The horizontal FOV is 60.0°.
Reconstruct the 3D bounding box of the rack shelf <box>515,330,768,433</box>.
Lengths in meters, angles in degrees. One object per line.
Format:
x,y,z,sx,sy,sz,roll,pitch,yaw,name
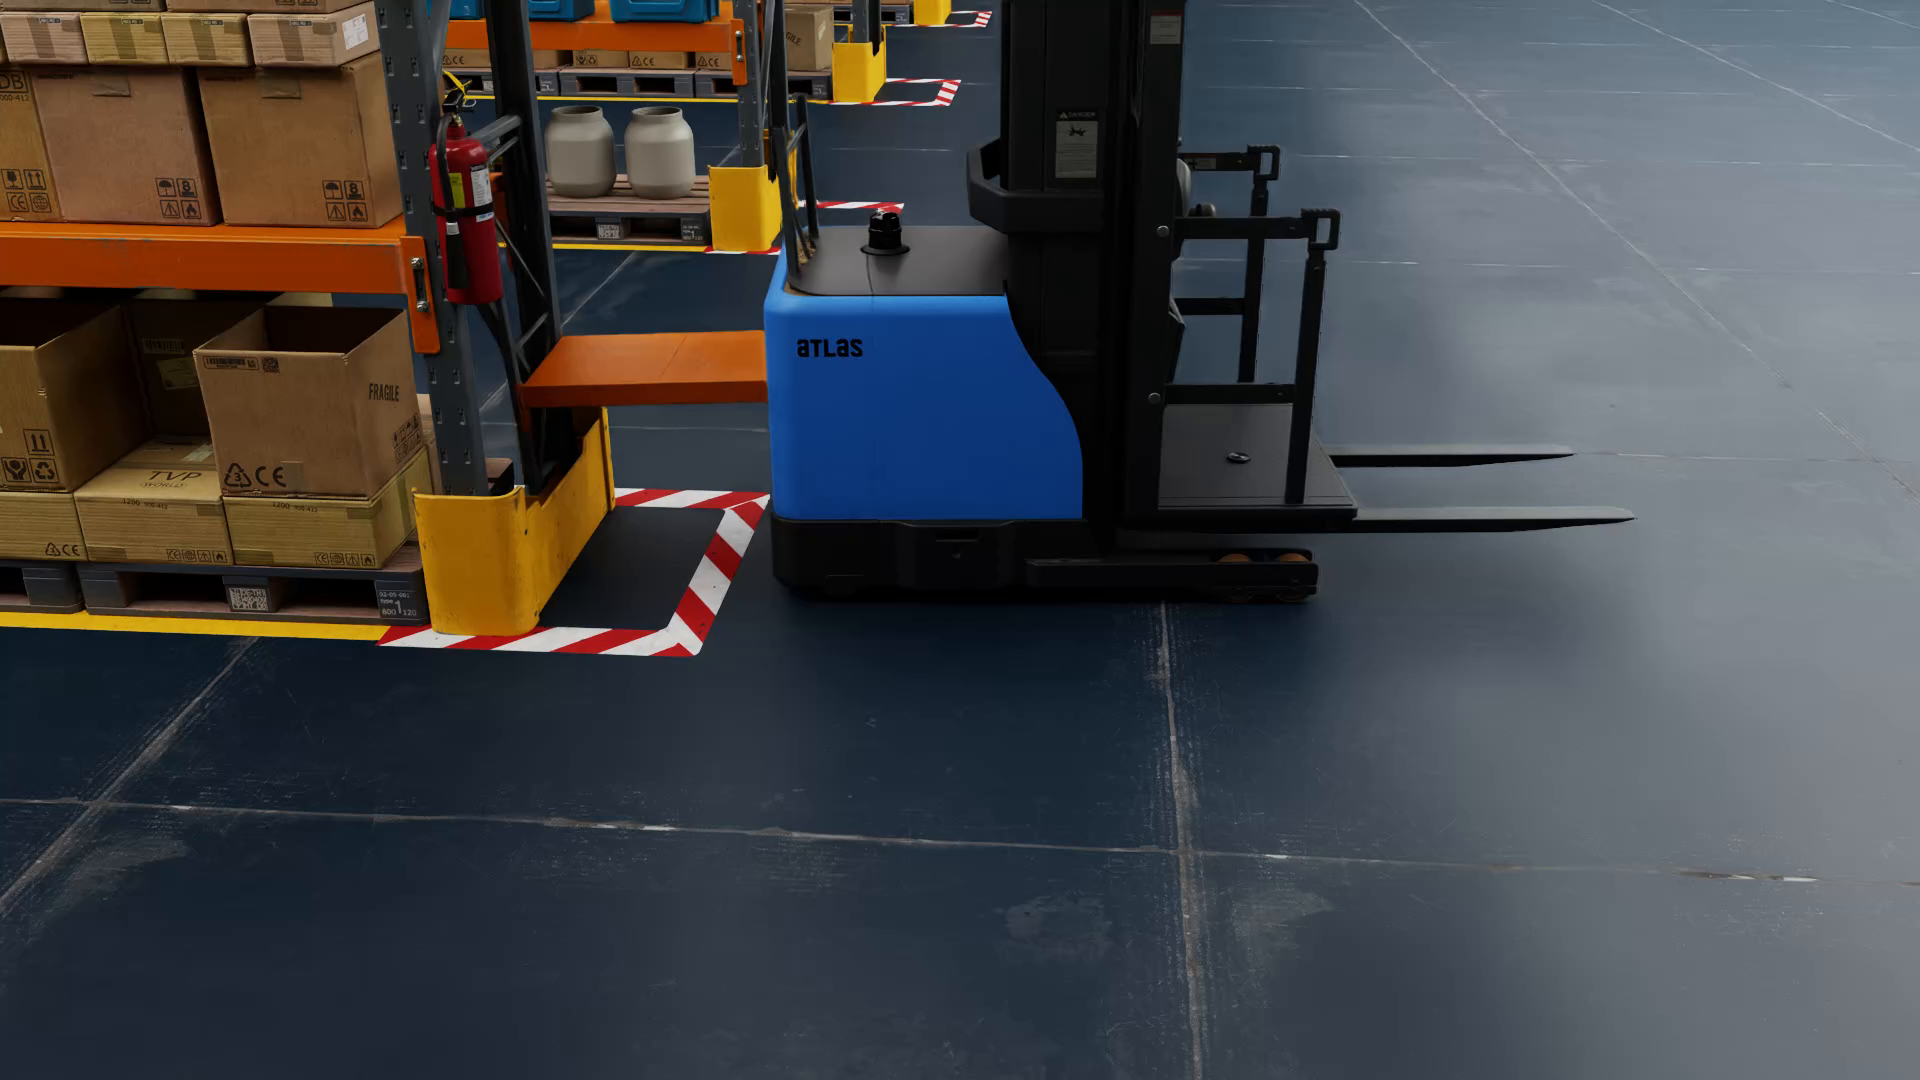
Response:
-1.016,-0.582,5.957,1.000,0.185,0.538,-1,27,5,rack shelf

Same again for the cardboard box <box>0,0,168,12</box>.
-2.626,-1.960,5.212,0.500,0.500,0.700,1,25,3,cardboard box

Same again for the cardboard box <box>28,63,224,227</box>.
-2.573,-1.370,5.480,0.500,0.500,0.700,2,25,5,cardboard box

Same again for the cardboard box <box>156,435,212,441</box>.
-2.601,-0.355,6.182,0.500,0.250,0.500,2,25,4,cardboard box

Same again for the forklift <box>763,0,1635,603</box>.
0.858,-1.337,5.611,3.031,2.935,1.130,0,25,-1,forklift

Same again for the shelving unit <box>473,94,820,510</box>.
-1.035,-0.741,5.876,1.083,1.500,0.587,-1,27,5,shelving unit

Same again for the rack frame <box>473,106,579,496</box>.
-1.532,-0.732,5.919,0.032,1.500,0.500,-1,27,5,rack frame

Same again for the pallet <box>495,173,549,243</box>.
-3.303,-2.138,10.605,1.213,0.211,1.003,2,25,4,pallet

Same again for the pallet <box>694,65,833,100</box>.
-1.705,-4.194,15.074,1.213,0.211,1.003,2,25,4,pallet

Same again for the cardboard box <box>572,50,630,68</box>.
-3.218,-4.569,15.041,0.500,0.500,0.500,0,25,-1,cardboard box

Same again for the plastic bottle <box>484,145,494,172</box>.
-3.088,-2.473,10.820,0.097,0.201,0.097,0,25,0,plastic bottle

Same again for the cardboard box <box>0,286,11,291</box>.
-3.597,-0.730,6.101,0.500,0.500,0.500,2,25,4,cardboard box

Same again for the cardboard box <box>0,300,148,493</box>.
-3.140,-0.490,5.579,0.500,0.500,0.500,2,25,4,cardboard box

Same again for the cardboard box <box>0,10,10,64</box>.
-3.008,-1.595,5.194,0.250,0.149,0.380,3,25,6,cardboard box

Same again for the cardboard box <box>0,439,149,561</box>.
-3.140,-0.151,5.739,0.500,0.250,0.500,2,25,4,cardboard box

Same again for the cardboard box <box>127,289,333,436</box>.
-2.600,-0.696,6.027,0.500,0.500,0.500,2,25,4,cardboard box

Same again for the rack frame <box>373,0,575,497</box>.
-1.584,-1.289,5.425,0.127,3.000,1.000,2,25,4,rack frame

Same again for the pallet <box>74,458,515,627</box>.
-2.350,-0.029,6.023,1.213,0.211,1.003,2,25,4,pallet

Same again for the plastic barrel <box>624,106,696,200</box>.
-1.863,-2.403,10.320,0.421,0.512,0.421,0,25,0,plastic barrel

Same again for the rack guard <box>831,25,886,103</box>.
-0.898,-4.285,14.925,0.348,0.500,1.175,2,25,4,rack guard

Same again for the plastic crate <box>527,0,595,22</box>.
-2.370,-3.200,9.756,0.408,0.251,0.499,2,25,4,plastic crate

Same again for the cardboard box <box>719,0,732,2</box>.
-2.809,-6.759,19.351,0.875,0.875,0.875,2,25,4,cardboard box

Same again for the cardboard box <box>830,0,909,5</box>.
-1.023,-6.701,19.227,0.875,0.875,0.875,2,25,4,cardboard box

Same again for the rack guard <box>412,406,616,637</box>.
-1.560,-0.153,5.946,0.348,0.500,1.175,2,25,4,rack guard

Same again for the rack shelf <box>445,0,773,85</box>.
-3.195,-3.091,10.201,4.000,0.370,1.077,2,25,4,rack shelf

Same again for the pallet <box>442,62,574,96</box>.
-4.138,-4.272,15.244,1.213,0.211,1.003,2,25,4,pallet

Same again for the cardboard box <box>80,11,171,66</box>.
-2.496,-1.578,5.157,0.250,0.149,0.380,1,25,3,cardboard box

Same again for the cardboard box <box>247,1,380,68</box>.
-1.980,-1.562,5.122,0.250,0.149,0.380,1,25,3,cardboard box

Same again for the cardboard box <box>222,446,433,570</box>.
-2.141,-0.125,5.681,0.500,0.250,0.500,2,25,4,cardboard box

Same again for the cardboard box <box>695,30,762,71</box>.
-2.042,-4.505,14.901,0.500,0.500,0.500,8,26,18,cardboard box

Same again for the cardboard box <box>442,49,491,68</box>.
-4.415,-4.571,15.046,0.500,0.500,0.500,1,25,2,cardboard box

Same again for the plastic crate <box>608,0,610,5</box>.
-2.069,-3.396,10.320,0.250,0.136,0.298,2,25,4,plastic crate
